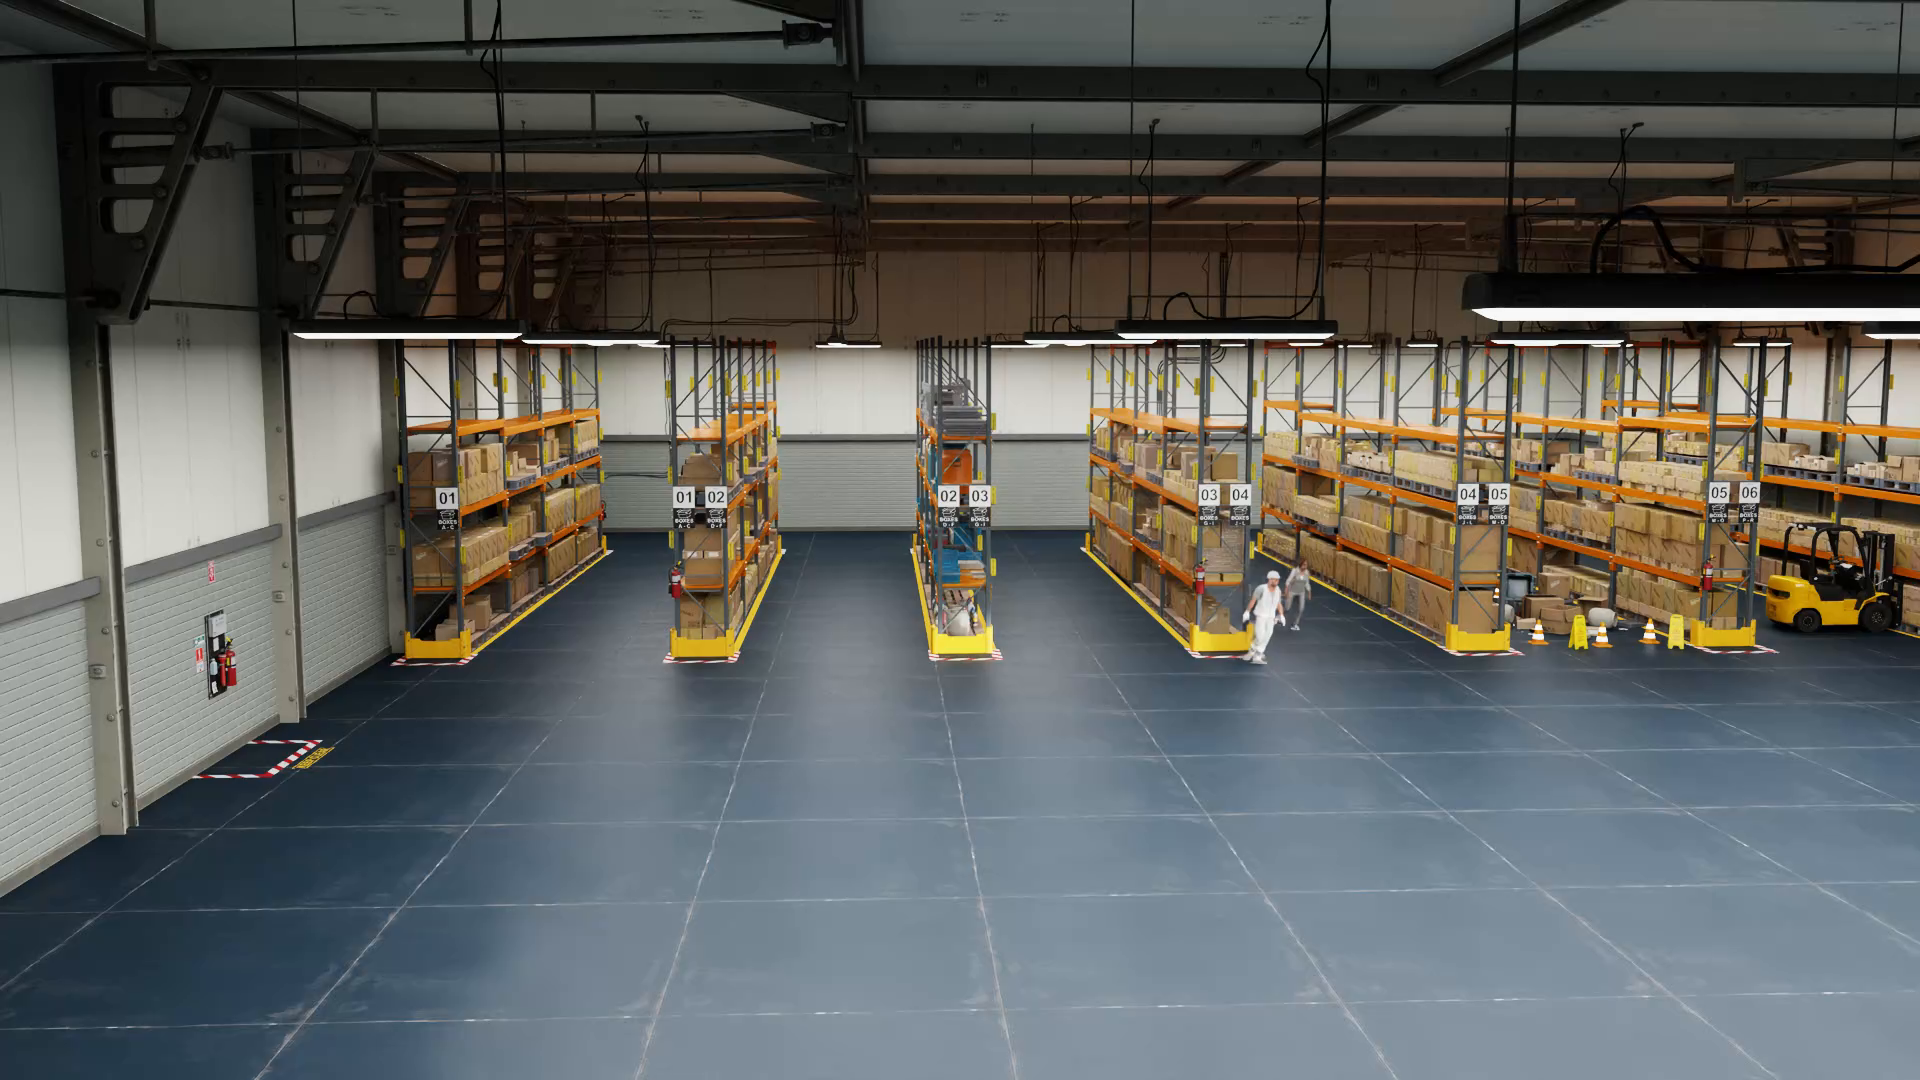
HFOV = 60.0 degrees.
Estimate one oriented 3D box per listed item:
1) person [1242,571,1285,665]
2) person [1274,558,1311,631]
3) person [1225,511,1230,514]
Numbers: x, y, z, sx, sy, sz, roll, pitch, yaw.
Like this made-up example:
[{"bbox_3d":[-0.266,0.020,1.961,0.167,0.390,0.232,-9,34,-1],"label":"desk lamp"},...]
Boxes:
[{"bbox_3d":[5.553,1.420,30.326,0.686,1.752,0.596,-3,7,-26],"label":"person"},{"bbox_3d":[6.840,1.150,34.140,0.665,1.392,0.685,-1,7,-10],"label":"person"},{"bbox_3d":[7.530,-0.428,46.699,0.695,1.724,0.624,0,6,-1],"label":"person"}]
